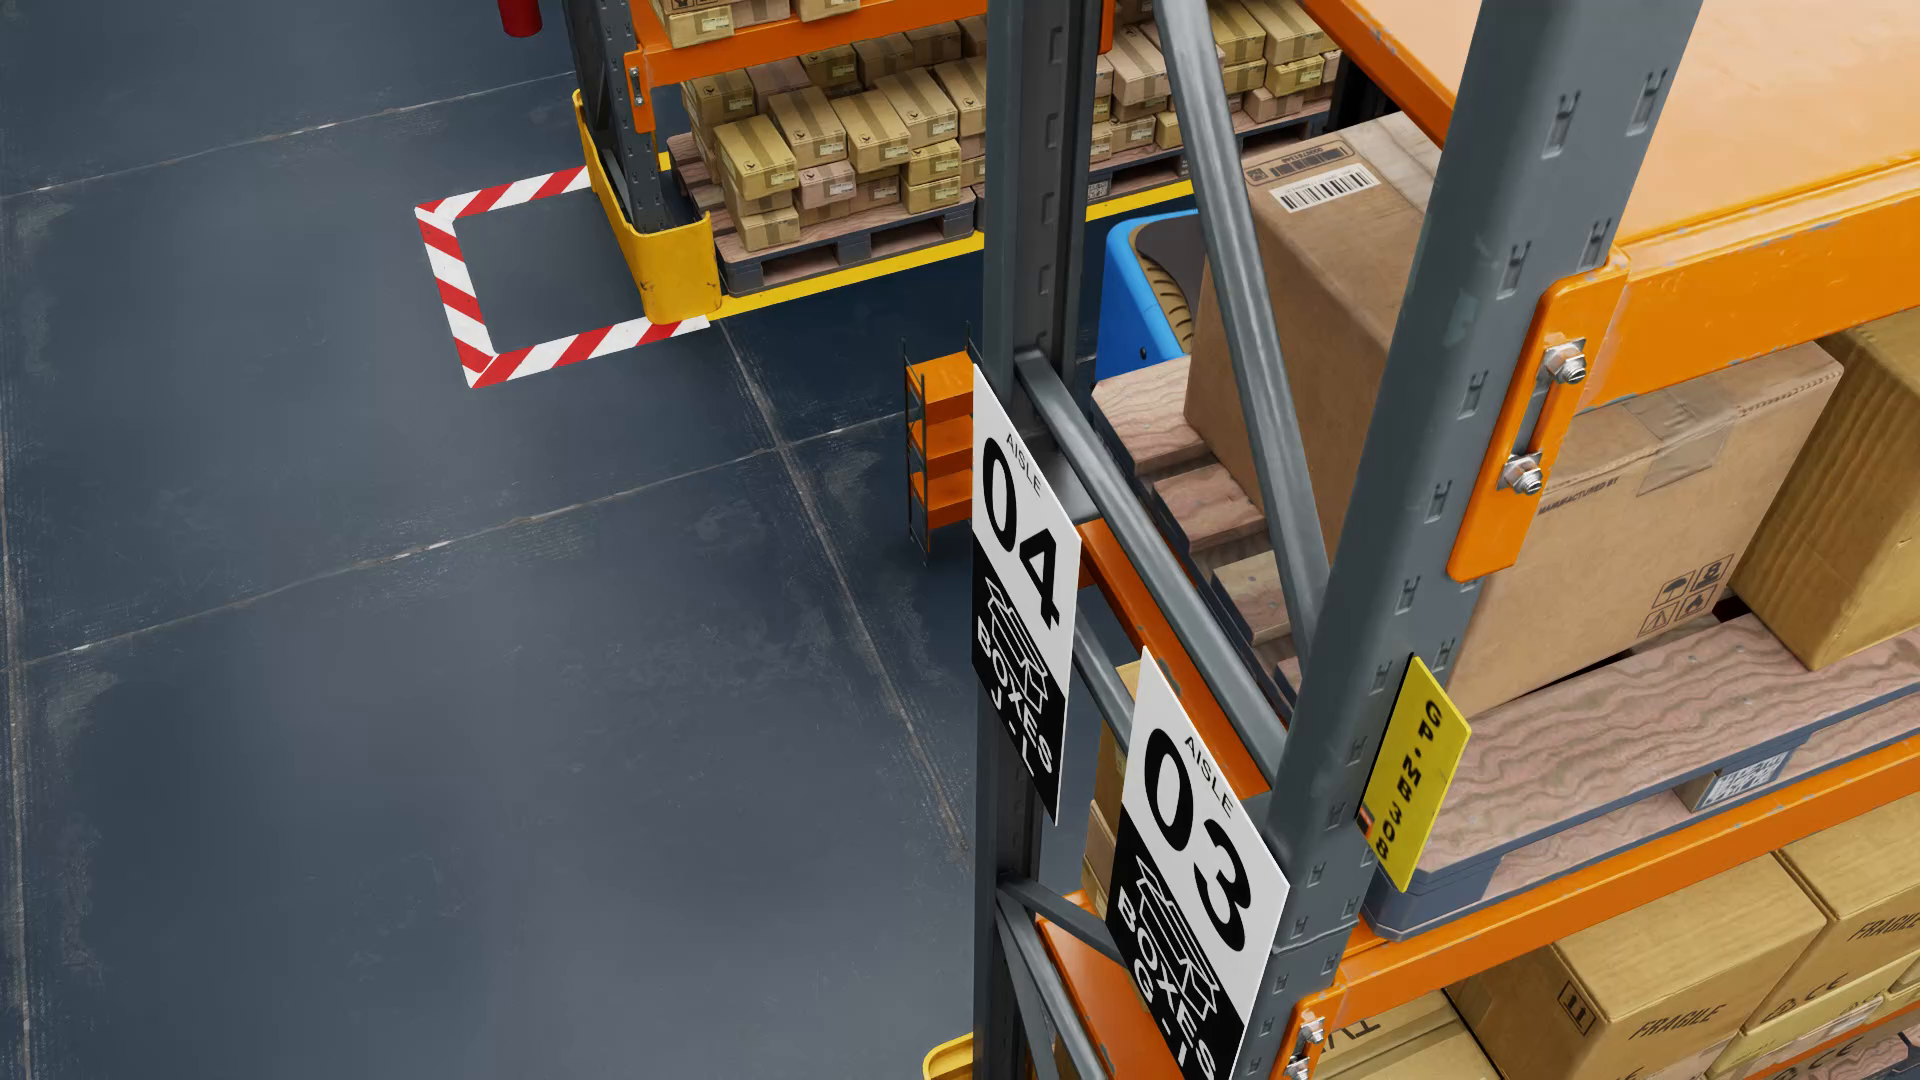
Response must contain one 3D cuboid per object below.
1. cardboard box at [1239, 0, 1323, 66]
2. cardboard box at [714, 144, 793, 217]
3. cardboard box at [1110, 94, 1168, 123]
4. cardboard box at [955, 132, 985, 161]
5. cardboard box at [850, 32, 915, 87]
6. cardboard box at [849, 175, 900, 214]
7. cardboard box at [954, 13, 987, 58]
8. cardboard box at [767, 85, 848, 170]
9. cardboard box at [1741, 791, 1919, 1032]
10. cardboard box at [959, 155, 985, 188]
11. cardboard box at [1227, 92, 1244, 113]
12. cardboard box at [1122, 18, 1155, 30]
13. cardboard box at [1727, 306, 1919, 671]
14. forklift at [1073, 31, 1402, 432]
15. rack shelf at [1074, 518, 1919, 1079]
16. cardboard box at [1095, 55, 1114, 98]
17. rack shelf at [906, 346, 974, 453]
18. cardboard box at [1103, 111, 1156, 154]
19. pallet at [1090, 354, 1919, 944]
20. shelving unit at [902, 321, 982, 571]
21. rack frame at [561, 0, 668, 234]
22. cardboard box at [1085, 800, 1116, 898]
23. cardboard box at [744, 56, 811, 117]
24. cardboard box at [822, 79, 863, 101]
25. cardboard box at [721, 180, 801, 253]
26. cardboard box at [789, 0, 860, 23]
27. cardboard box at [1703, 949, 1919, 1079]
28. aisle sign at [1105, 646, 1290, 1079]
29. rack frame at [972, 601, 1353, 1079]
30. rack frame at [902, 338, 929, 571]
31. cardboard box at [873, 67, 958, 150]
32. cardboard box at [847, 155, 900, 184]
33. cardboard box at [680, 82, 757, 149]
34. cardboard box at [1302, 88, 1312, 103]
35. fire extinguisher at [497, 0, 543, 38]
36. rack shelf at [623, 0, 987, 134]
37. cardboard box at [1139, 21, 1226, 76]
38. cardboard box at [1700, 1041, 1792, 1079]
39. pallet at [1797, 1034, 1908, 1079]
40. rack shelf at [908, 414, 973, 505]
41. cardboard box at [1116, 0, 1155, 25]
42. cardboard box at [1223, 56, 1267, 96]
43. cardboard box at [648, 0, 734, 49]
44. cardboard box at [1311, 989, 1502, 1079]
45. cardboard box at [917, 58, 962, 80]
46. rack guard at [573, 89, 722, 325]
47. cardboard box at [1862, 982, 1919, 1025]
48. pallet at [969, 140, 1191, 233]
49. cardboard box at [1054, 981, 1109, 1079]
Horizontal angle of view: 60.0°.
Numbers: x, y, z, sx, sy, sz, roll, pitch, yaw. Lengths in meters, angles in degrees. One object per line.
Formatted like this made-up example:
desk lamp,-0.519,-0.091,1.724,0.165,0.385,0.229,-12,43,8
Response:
cardboard box,1.519,-2.445,7.923,0.250,0.149,0.380,-18,52,-15
cardboard box,-0.922,-1.633,7.422,0.250,0.149,0.380,-15,51,-13
cardboard box,0.787,-2.168,7.882,0.250,0.149,0.380,-19,52,-16
cardboard box,0.034,-1.944,7.690,0.250,0.149,0.380,-19,52,-16
cardboard box,-0.400,-2.315,7.811,0.250,0.149,0.380,-19,52,-16
cardboard box,-0.459,-1.700,7.676,0.250,0.149,0.380,-17,51,-14
cardboard box,0.114,-2.428,7.909,0.250,0.149,0.380,-19,52,-15
cardboard box,-0.681,-1.835,7.400,0.250,0.149,0.380,-16,51,-14
cardboard box,1.765,0.618,3.491,0.500,0.500,0.500,-18,52,-15
cardboard box,0.019,-1.836,7.793,0.250,0.149,0.380,-17,51,-14
cardboard box,1.183,-2.234,8.135,0.250,0.149,0.380,-18,52,-15
cardboard box,0.816,-2.562,8.220,0.250,0.149,0.380,-15,51,-13
cardboard box,1.306,-0.288,2.475,0.500,0.500,0.700,-19,52,-16
forklift,2.025,-1.343,5.812,3.031,2.935,1.130,-11,50,-9
rack shelf,2.129,-0.162,3.250,4.000,0.370,1.077,-17,52,-14
cardboard box,0.517,-2.202,7.715,0.250,0.149,0.380,-17,51,-14
rack shelf,-0.050,-0.505,5.972,0.240,0.259,0.215,-17,52,-14
cardboard box,0.740,-2.037,7.965,0.250,0.149,0.380,-16,51,-14
pallet,0.961,-0.014,2.707,1.213,0.211,1.003,-17,52,-14
shelving unit,-0.050,-0.327,6.179,0.252,1.050,0.215,-17,52,-14
rack frame,-1.504,-2.358,6.638,0.127,3.000,1.000,-17,52,-14
cardboard box,0.626,0.781,3.845,0.500,0.250,0.500,-18,52,-15
cardboard box,-0.855,-2.121,7.645,0.250,0.149,0.380,-16,51,-14
cardboard box,-0.643,-2.165,7.879,0.250,0.149,0.380,-19,52,-16
cardboard box,-0.898,-1.491,7.497,0.250,0.149,0.380,-16,51,-14
cardboard box,-0.591,-2.280,6.737,0.250,0.149,0.380,-19,52,-15
cardboard box,1.770,0.863,3.775,0.500,0.250,0.500,-19,52,-15
aisle sign,0.325,0.539,2.437,0.004,0.787,0.394,-17,52,-14
rack frame,0.278,1.155,3.622,0.127,3.000,1.000,-17,52,-14
rack frame,-0.162,-0.292,6.149,0.008,1.050,0.200,-17,52,-14
cardboard box,-0.201,-1.947,7.495,0.250,0.149,0.380,-20,52,-16
cardboard box,-0.454,-1.804,7.569,0.250,0.149,0.380,-17,51,-14
cardboard box,-1.123,-2.015,7.750,0.250,0.149,0.380,-18,52,-15
cardboard box,1.693,-2.346,8.230,0.250,0.149,0.380,-16,51,-13
fire extinguisher,-1.912,-2.463,7.026,0.183,0.674,0.296,-17,52,-14
rack shelf,0.348,-2.697,7.404,4.000,0.370,1.077,-17,52,-14
cardboard box,1.033,-2.282,7.784,0.250,0.149,0.380,-20,52,-16
cardboard box,1.682,1.070,3.860,0.250,0.149,0.380,-18,52,-15
pallet,2.116,1.432,5.222,1.213,0.211,1.003,-17,52,-14
rack shelf,-0.050,-0.320,6.187,0.240,0.259,0.215,-17,52,-14
cardboard box,0.810,-2.703,8.145,0.250,0.149,0.380,-16,51,-13
cardboard box,1.271,-2.318,8.010,0.250,0.149,0.380,-17,51,-14
cardboard box,-1.080,-2.139,6.616,0.250,0.149,0.380,-18,52,-15
cardboard box,0.824,1.159,3.521,0.500,0.250,0.500,-18,52,-15
cardboard box,-0.168,-2.323,8.014,0.250,0.149,0.380,-17,51,-14
rack guard,-1.434,-1.565,7.605,0.348,0.500,1.175,-17,52,-14
cardboard box,2.155,0.924,3.985,0.250,0.149,0.380,-18,52,-15
pallet,0.460,-2.026,8.192,1.213,0.211,1.003,-17,52,-14
cardboard box,0.840,1.470,4.475,0.875,0.875,0.875,-17,52,-14
